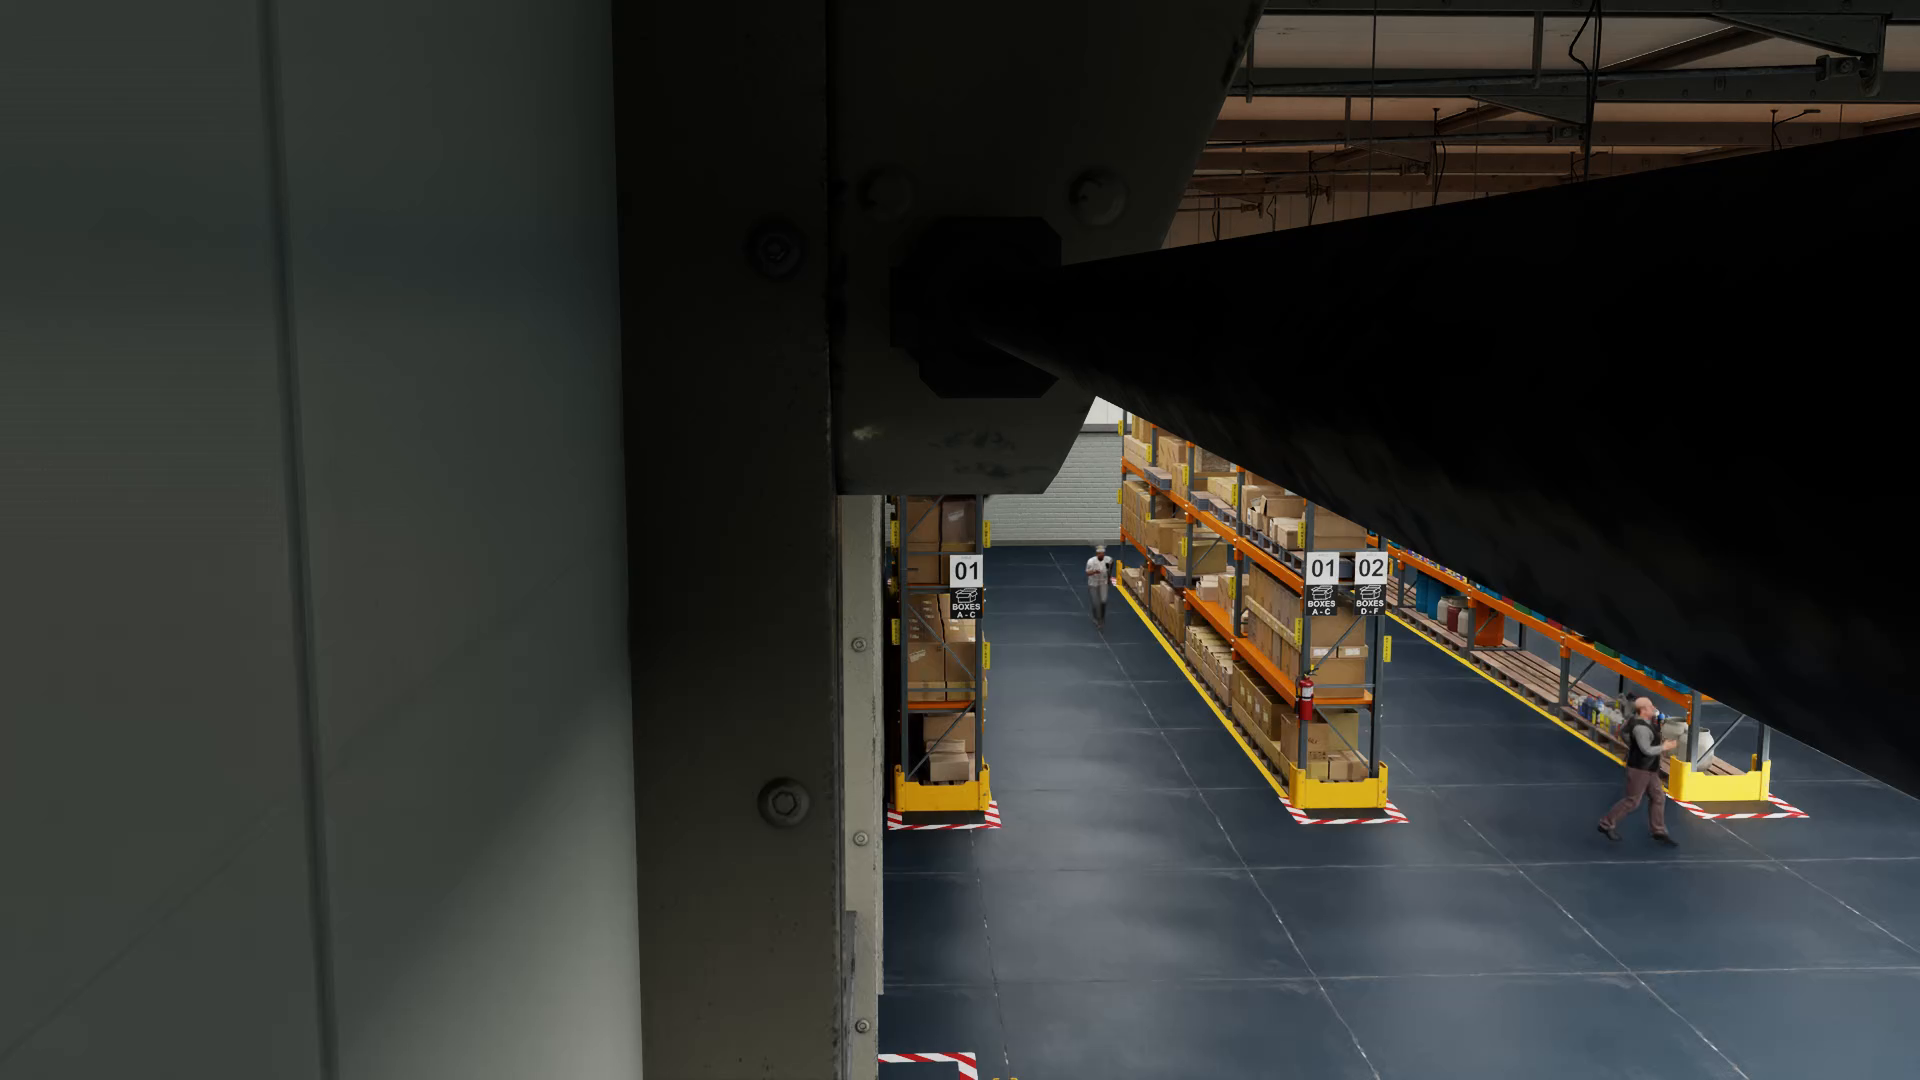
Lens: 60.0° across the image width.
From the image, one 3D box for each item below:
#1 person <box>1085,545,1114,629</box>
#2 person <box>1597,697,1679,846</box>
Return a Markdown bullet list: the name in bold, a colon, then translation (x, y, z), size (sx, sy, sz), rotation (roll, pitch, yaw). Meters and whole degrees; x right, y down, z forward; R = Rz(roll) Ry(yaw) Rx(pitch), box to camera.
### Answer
- **person**: translation (2.645, 0.867, 31.537), size (0.557, 1.623, 0.868), rotation (0, 8, 1)
- **person**: translation (7.830, 2.657, 19.096), size (0.888, 1.742, 0.655), rotation (4, 9, 24)
